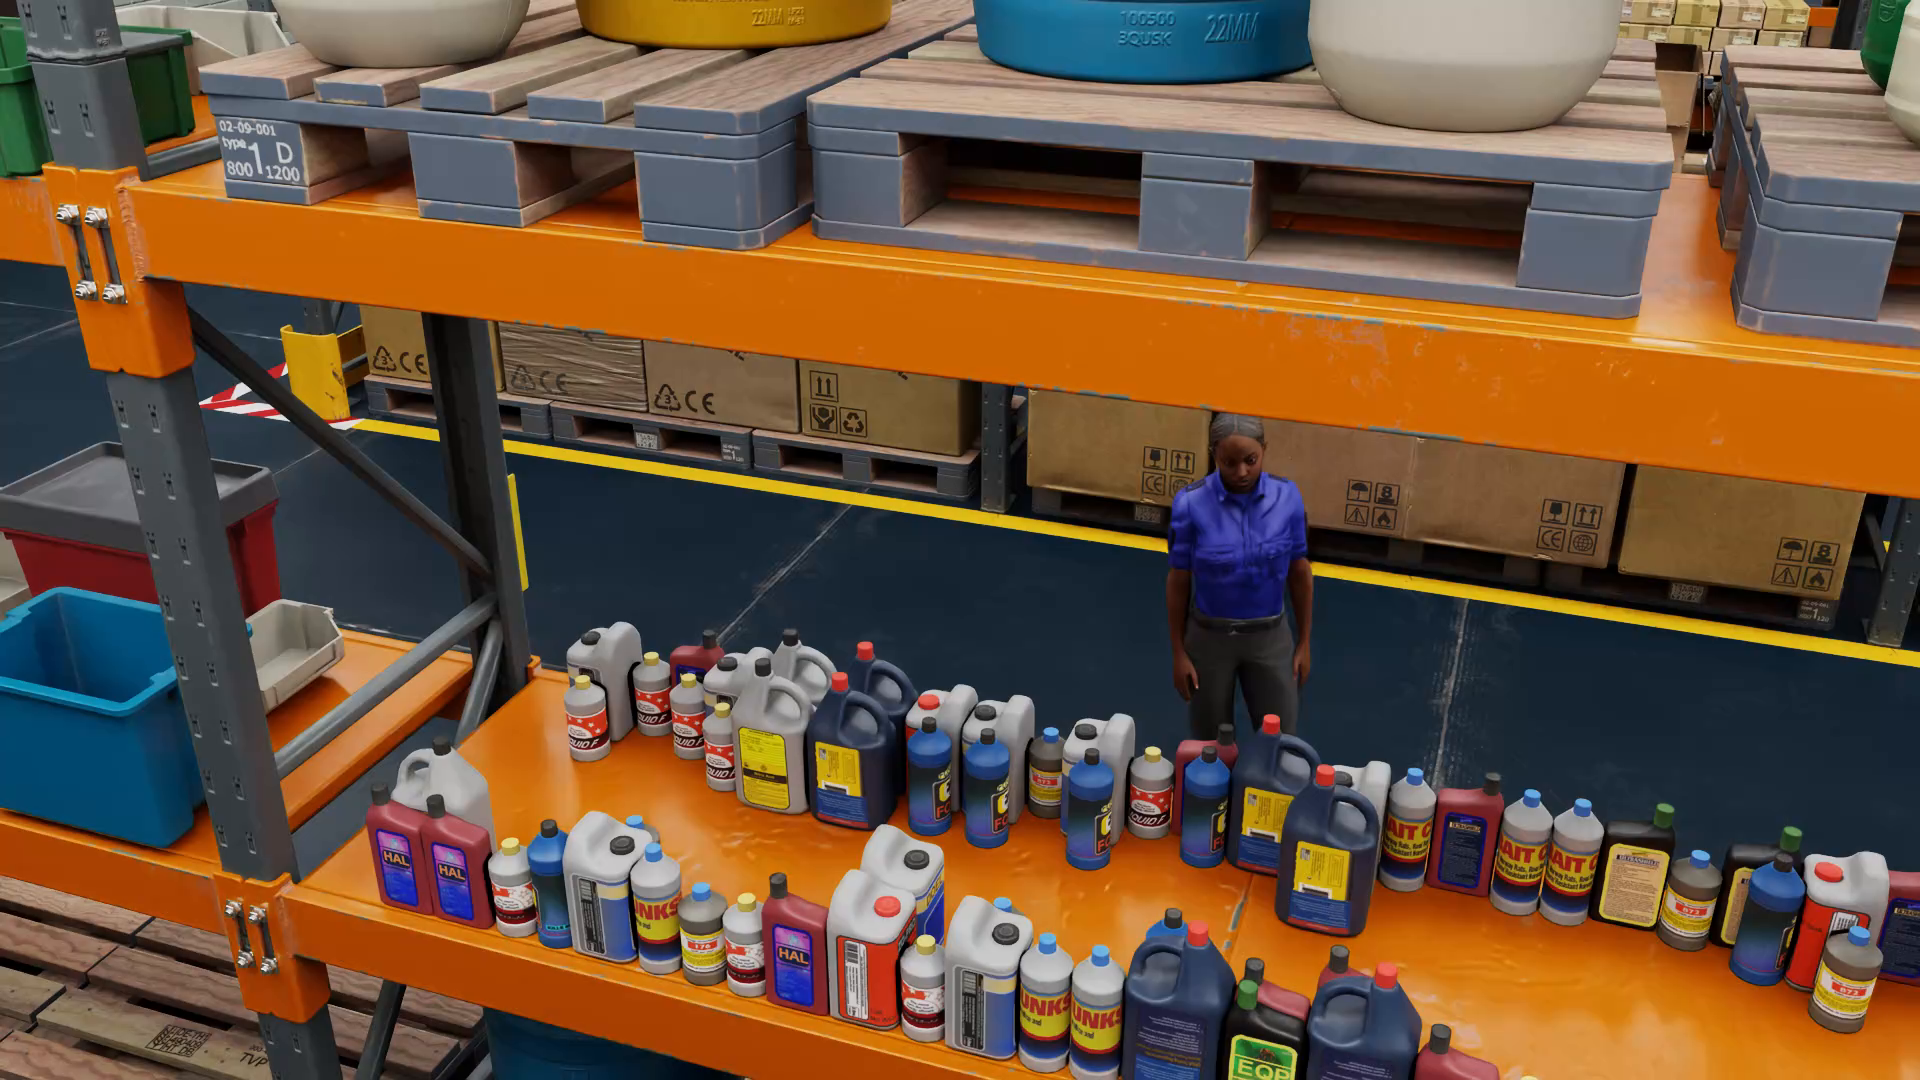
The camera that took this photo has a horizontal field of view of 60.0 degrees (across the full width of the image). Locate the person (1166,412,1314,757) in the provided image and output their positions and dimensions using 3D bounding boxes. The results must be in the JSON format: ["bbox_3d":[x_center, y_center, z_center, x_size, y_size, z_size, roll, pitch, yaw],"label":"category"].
[{"bbox_3d":[0.893,0.335,5.409,0.482,1.648,0.409,-1,26,-2],"label":"person"}]
